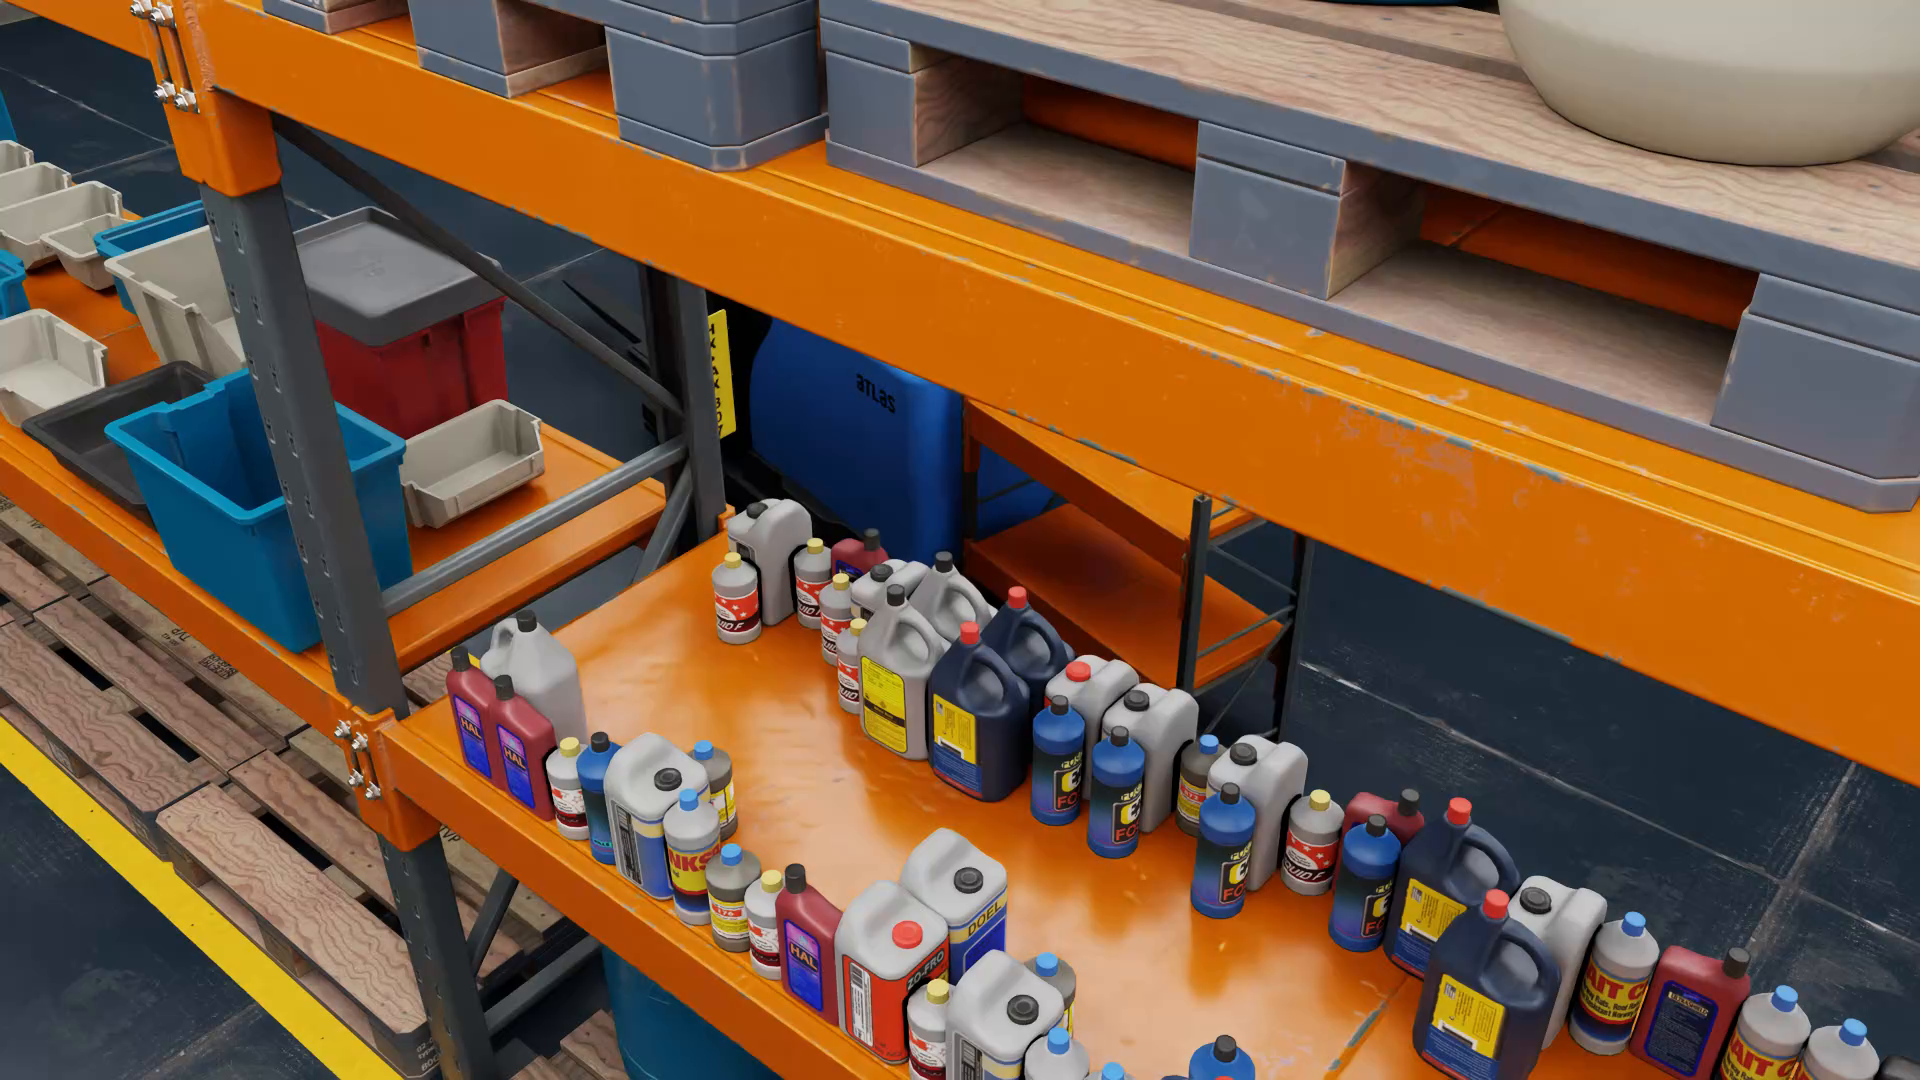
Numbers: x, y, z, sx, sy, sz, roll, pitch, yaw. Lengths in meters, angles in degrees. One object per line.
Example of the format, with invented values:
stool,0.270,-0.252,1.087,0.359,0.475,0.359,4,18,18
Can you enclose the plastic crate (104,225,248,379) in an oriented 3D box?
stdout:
plastic crate,-1.985,-0.635,4.577,0.530,0.282,0.437,25,42,32

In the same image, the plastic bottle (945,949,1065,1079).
plastic bottle,0.072,0.778,2.577,0.135,0.276,0.152,25,42,32

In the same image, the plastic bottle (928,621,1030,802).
plastic bottle,0.036,0.315,3.186,0.185,0.351,0.144,25,42,32

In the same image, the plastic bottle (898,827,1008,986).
plastic bottle,-0.009,0.628,2.796,0.135,0.276,0.152,25,42,32

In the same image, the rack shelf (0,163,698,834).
rack shelf,-2.466,-0.454,4.897,4.000,0.370,1.077,25,42,32

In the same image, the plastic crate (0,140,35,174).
plastic crate,-3.261,-1.174,5.490,0.243,0.136,0.396,25,42,32

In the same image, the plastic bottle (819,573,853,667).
plastic bottle,-0.249,0.163,3.539,0.097,0.201,0.097,0,34,0

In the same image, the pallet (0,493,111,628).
pallet,-3.395,-0.010,6.078,1.213,0.211,1.003,25,42,32

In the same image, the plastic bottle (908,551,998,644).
plastic bottle,-0.014,0.185,3.375,0.185,0.351,0.144,25,42,32

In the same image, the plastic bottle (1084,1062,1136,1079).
plastic bottle,0.219,0.869,2.449,0.097,0.271,0.097,0,34,0

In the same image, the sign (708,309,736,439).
sign,-0.576,-0.379,3.907,0.005,0.325,0.100,25,42,32

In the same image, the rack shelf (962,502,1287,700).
rack shelf,0.520,0.245,5.332,0.538,0.278,1.000,-23,41,-30

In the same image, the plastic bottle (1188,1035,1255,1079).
plastic bottle,0.386,0.842,2.489,0.097,0.271,0.097,0,34,0

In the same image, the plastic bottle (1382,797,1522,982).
plastic bottle,0.833,0.584,2.794,0.185,0.351,0.144,25,42,32

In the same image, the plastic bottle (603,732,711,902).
plastic bottle,-0.536,0.491,2.995,0.135,0.276,0.152,25,42,32

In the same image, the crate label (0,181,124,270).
crate label,-2.818,-0.973,5.197,0.243,0.136,0.396,25,42,32

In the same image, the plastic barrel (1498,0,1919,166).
plastic barrel,0.686,-0.619,1.362,0.433,0.535,0.433,0,34,0

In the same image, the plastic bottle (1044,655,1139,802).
plastic bottle,0.249,0.342,3.212,0.135,0.276,0.152,25,42,32

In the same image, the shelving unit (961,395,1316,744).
shelving unit,0.520,0.043,5.193,0.538,1.125,1.048,-23,41,-30

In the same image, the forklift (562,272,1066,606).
forklift,-0.641,-1.671,6.094,1.130,2.935,3.031,-23,41,-30

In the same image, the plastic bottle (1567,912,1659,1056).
plastic bottle,1.060,0.706,2.686,0.097,0.271,0.097,0,34,0

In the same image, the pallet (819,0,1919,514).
pallet,0.609,-0.534,1.895,1.213,0.211,1.003,25,42,32

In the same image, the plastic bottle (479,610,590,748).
plastic bottle,-0.835,0.277,3.240,0.185,0.351,0.144,25,42,32

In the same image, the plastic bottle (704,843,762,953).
plastic bottle,-0.390,0.611,2.886,0.097,0.201,0.097,0,34,0

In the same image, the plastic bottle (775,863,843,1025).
plastic bottle,-0.238,0.662,2.739,0.133,0.283,0.061,25,42,32

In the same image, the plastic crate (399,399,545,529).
plastic crate,-1.196,-0.173,4.032,0.243,0.136,0.396,25,42,32

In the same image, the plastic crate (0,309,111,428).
plastic crate,-2.460,-0.442,4.424,0.466,0.136,0.293,25,42,32

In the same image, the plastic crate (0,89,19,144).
plastic crate,-3.627,-1.474,5.663,0.499,0.435,0.616,25,42,32

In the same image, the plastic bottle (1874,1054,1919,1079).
plastic bottle,1.412,0.854,2.460,0.133,0.283,0.061,25,42,32

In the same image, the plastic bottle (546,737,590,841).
plastic bottle,-0.718,0.456,3.111,0.097,0.201,0.097,0,34,0

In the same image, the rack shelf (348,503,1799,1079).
rack shelf,0.608,0.995,2.787,4.000,0.370,1.077,25,42,32

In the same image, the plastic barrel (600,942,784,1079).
plastic barrel,-0.522,0.870,3.816,0.708,0.901,0.600,25,42,32

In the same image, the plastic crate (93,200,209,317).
plastic crate,-2.261,-0.798,4.858,0.300,0.233,0.416,25,42,32

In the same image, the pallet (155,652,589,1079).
pallet,-1.519,0.874,4.791,1.213,0.211,1.003,25,42,32

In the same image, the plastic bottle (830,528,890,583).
plastic bottle,-0.213,0.088,3.575,0.133,0.283,0.061,25,42,32

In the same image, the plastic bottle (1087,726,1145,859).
plastic bottle,0.287,0.454,3.053,0.097,0.271,0.097,0,34,0

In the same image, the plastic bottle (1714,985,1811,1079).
plastic bottle,1.237,0.790,2.564,0.097,0.271,0.097,0,34,0

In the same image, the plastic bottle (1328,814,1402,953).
plastic bottle,0.701,0.582,2.867,0.097,0.271,0.097,0,34,0

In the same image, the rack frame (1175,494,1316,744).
rack frame,0.829,0.272,4.861,0.500,1.125,0.032,-23,41,-30

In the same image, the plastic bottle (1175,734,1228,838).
plastic bottle,0.459,0.452,3.118,0.097,0.201,0.097,0,34,0

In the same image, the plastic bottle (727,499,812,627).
plastic bottle,-0.420,0.027,3.670,0.135,0.276,0.152,25,42,32

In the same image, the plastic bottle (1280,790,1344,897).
plastic bottle,0.637,0.536,2.996,0.097,0.201,0.097,0,34,0

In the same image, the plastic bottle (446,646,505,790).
plastic bottle,-0.921,0.340,3.208,0.133,0.283,0.061,25,42,32
